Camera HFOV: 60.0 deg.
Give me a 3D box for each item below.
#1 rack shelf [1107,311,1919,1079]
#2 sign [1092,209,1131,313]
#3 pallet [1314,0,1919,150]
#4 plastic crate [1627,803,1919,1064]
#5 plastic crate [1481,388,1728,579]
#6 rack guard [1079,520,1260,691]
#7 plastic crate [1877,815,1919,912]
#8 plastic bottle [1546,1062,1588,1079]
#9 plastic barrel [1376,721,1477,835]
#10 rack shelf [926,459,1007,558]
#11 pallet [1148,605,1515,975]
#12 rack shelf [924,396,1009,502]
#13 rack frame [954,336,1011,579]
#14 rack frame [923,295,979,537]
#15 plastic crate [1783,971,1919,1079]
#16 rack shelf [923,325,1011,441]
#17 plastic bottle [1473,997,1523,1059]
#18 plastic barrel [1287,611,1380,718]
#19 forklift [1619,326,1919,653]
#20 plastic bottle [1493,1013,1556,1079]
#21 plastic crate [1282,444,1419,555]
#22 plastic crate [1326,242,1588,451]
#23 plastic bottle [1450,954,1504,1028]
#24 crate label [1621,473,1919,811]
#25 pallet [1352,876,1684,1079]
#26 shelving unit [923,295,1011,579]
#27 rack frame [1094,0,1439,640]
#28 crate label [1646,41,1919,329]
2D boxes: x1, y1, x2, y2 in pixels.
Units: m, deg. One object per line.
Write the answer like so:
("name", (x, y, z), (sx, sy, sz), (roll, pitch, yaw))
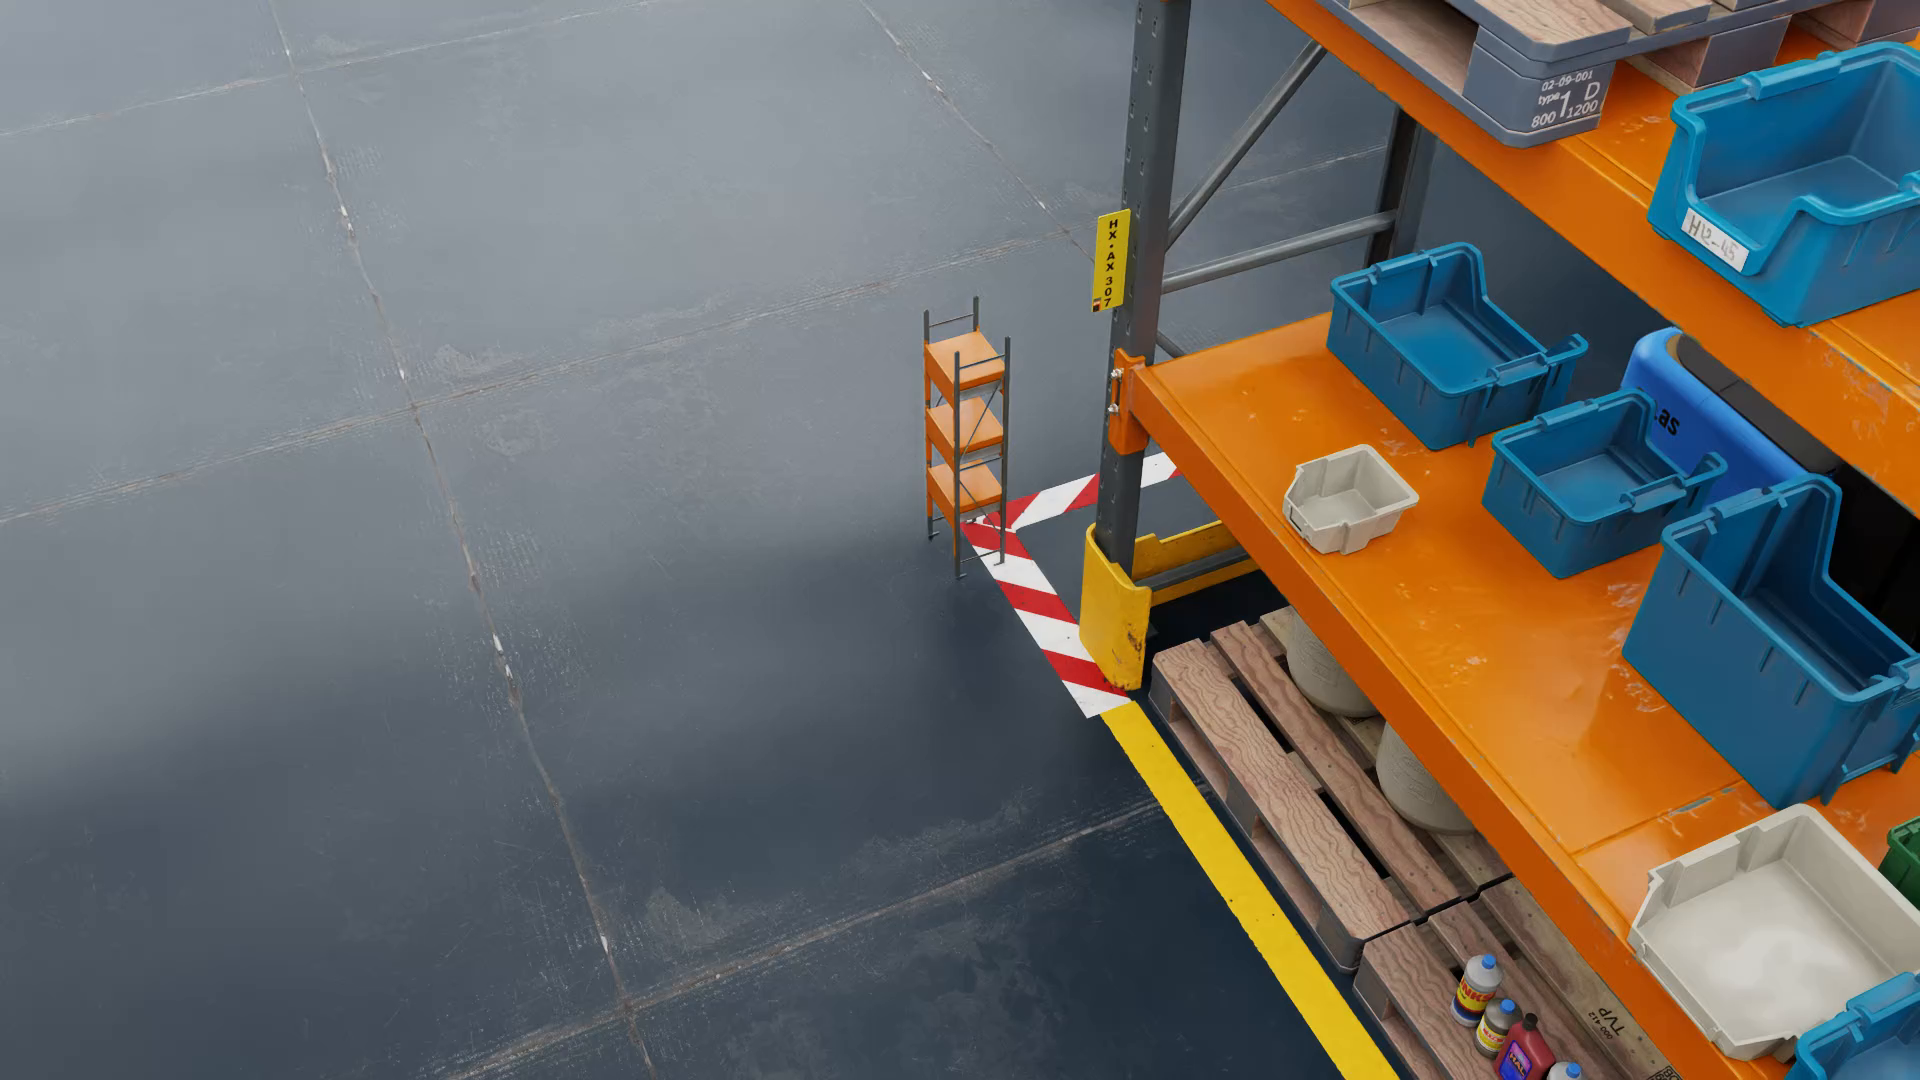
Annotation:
("rack shelf", (1.770, 0.680, 3.937), (1.077, 0.370, 4.000), (-18, 47, -17))
("sign", (0.428, -0.789, 4.717), (0.100, 0.325, 0.005), (-18, 47, -17))
("pallet", (1.188, -1.295, 3.425), (1.003, 0.211, 1.213), (-18, 47, -17))
("plastic crate", (1.698, 0.833, 3.458), (0.530, 0.136, 0.437), (-18, 47, -17))
("plastic crate", (1.679, -0.151, 4.374), (0.499, 0.251, 0.408), (-18, 47, -17))
("rack guard", (1.003, 0.074, 5.819), (1.175, 0.500, 0.348), (-18, 47, -17))
("plastic crate", (2.296, 0.826, 3.428), (0.450, 0.188, 0.662), (-18, 47, -17))
("plastic bottle", (1.553, 1.430, 4.294), (0.097, 0.271, 0.097), (0, 45, 0))
("plastic barrel", (1.486, 0.602, 4.977), (0.421, 0.512, 0.421), (0, 45, 0))
("rack shelf", (0.022, -0.134, 6.049), (0.215, 0.259, 0.240), (-18, 47, -17))
("pallet", (1.340, 0.696, 5.394), (1.003, 0.211, 1.213), (-18, 47, -17))
("rack shelf", (0.022, -0.332, 5.854), (0.215, 0.259, 0.240), (-18, 47, -17))
("rack frame", (0.073, -0.262, 5.768), (0.200, 1.050, 0.008), (-18, 47, -17))
("rack frame", (-0.029, -0.417, 5.925), (0.200, 1.050, 0.008), (-18, 47, -17))
("plastic crate", (1.899, 1.127, 3.078), (0.499, 0.251, 0.616), (-18, 47, -17))
("rack shelf", (0.022, -0.534, 5.655), (0.215, 0.259, 0.240), (-18, 47, -17))
("plastic bottle", (1.452, 1.303, 4.473), (0.097, 0.201, 0.097), (0, 45, 0))
("plastic barrel", (1.275, 0.283, 5.300), (0.421, 0.512, 0.421), (0, 45, 0))
("forklift", (3.228, -0.124, 4.289), (1.130, 2.935, 3.031), (-17, 47, -17))
("plastic bottle", (1.487, 1.357, 4.360), (0.061, 0.283, 0.133), (-17, 47, -17))
("plastic crate", (1.013, -0.091, 4.394), (0.298, 0.136, 0.250), (-18, 47, -17))
("plastic crate", (1.411, -0.567, 4.795), (0.499, 0.251, 0.616), (-18, 47, -17))
("plastic bottle", (1.408, 1.212, 4.516), (0.097, 0.271, 0.097), (0, 45, 0))
("crate label", (1.948, 0.230, 3.856), (0.502, 0.435, 0.616), (-18, 47, -17))
("pallet", (1.849, 1.472, 4.607), (1.003, 0.211, 1.213), (-18, 47, -17))
("shelving unit", (0.022, -0.340, 5.847), (0.215, 1.050, 0.252), (-18, 47, -17))
("rack frame", (0.929, -0.850, 4.976), (1.000, 3.000, 0.127), (-18, 47, -17))
("crate label", (1.416, -0.575, 2.667), (0.502, 0.251, 0.408), (-18, 47, -17))
